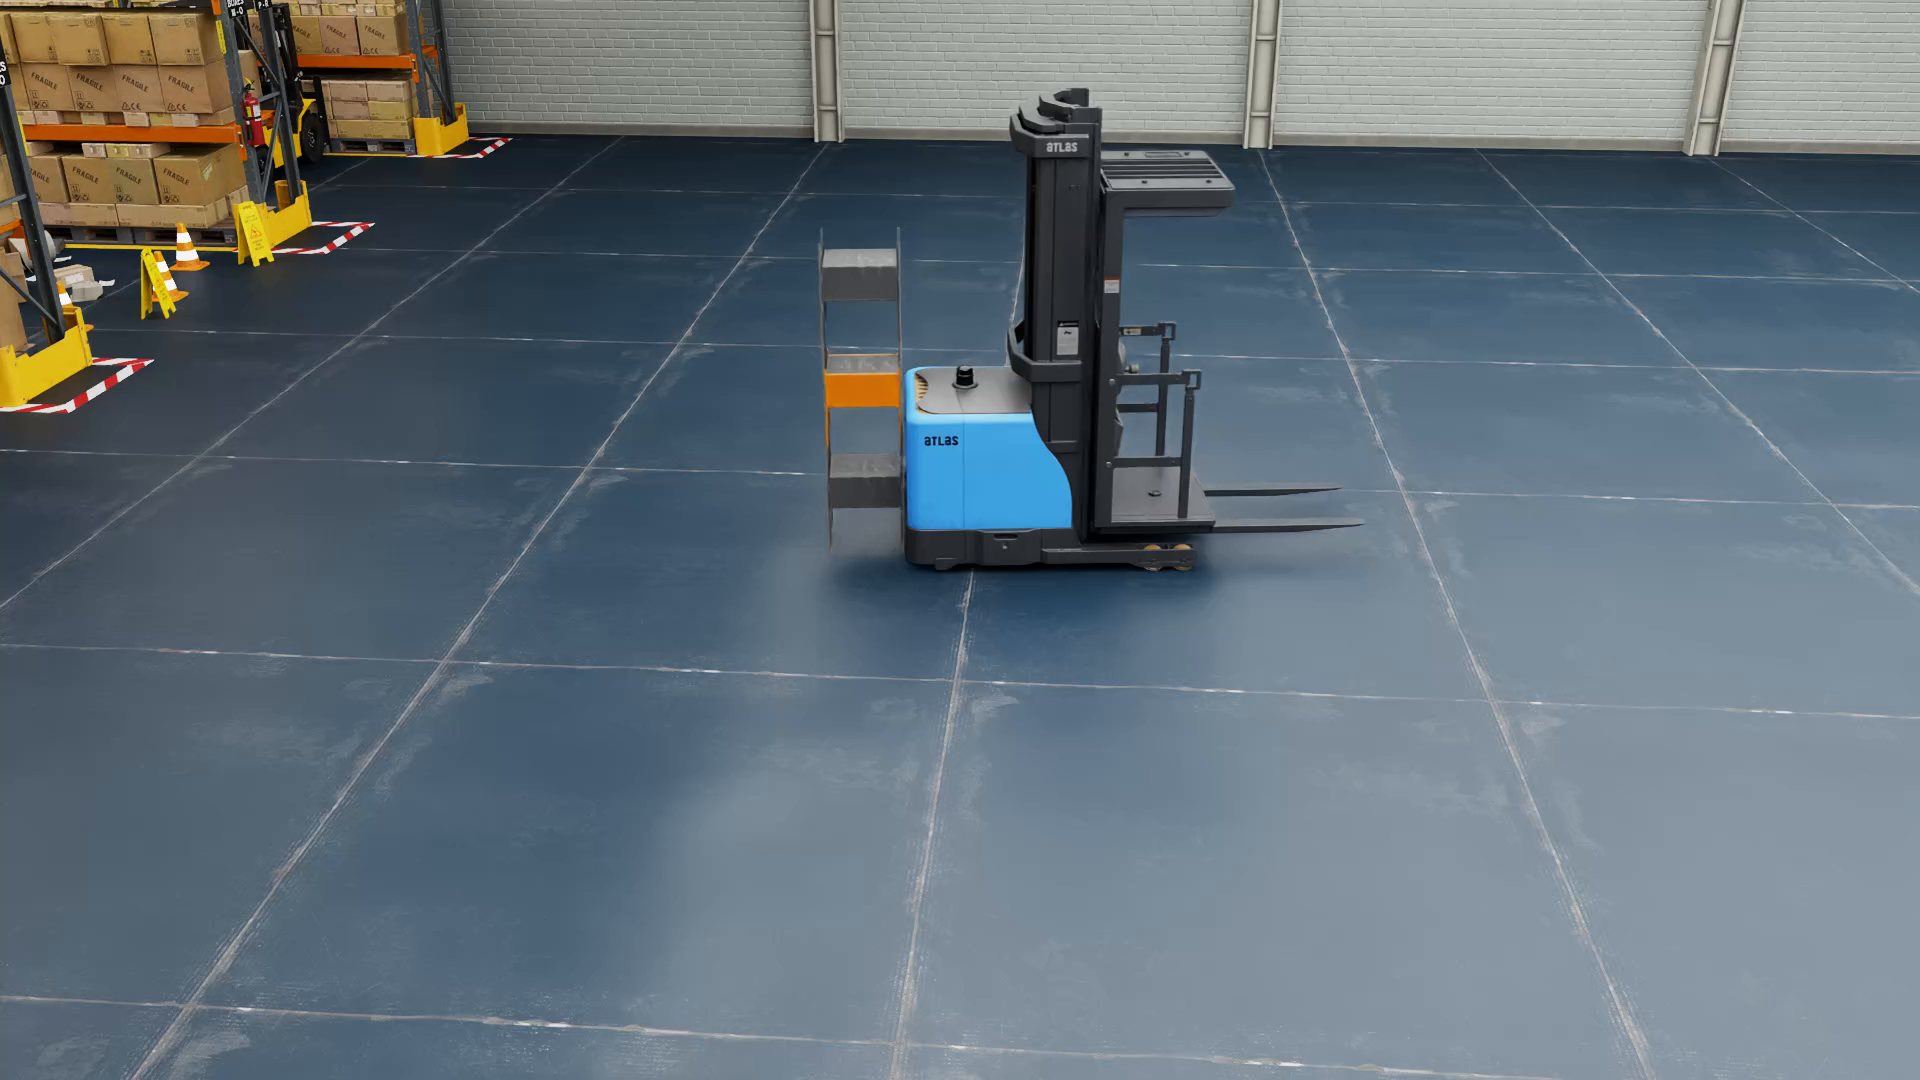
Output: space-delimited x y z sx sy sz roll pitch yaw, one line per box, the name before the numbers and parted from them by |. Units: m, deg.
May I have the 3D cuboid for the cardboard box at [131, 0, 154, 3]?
cardboard box | -10.897 -7.300 22.275 0.250 0.149 0.380 2 25 5

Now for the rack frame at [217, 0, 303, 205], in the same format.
rack frame | -7.580 -4.762 18.010 0.127 3.000 1.000 2 25 4

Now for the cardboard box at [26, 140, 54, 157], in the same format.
cardboard box | -10.099 -4.283 18.084 0.250 0.149 0.380 3 25 7

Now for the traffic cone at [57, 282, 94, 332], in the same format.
traffic cone | -8.279 -2.152 15.373 0.334 0.463 0.336 2 25 4

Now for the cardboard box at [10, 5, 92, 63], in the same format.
cardboard box | -9.613 -5.389 17.701 0.500 0.500 0.700 2 25 4

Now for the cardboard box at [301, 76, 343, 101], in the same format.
cardboard box | -8.700 -6.137 22.590 0.500 0.250 0.500 2 25 5

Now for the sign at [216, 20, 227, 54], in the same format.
sign | -7.643 -5.201 17.201 0.005 0.325 0.100 2 25 4

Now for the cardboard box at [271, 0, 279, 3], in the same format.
cardboard box | -9.107 -7.276 22.223 0.250 0.149 0.380 2 25 5

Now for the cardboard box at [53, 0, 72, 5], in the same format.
cardboard box | -12.048 -7.248 22.517 0.250 0.149 0.380 2 25 4

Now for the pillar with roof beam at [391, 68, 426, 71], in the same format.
pillar with roof beam | -8.159 -8.160 18.218 0.400 9.000 9.100 2 25 4

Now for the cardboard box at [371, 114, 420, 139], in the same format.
cardboard box | -7.696 -5.656 22.740 0.500 0.250 0.500 2 25 4

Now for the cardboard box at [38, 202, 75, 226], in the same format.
cardboard box | -9.938 -3.672 18.428 0.500 0.250 0.500 2 25 3

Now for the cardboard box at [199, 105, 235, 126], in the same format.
cardboard box | -7.969 -4.571 17.895 0.250 0.149 0.380 3 25 6

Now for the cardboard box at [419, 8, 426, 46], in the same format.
cardboard box | -7.676 -7.008 22.772 0.500 0.500 0.500 3 25 6

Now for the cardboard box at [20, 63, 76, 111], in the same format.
cardboard box | -9.644 -4.904 17.845 0.500 0.500 0.500 2 25 5

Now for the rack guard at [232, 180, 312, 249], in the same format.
rack guard | -7.656 -3.629 18.538 0.348 0.500 1.175 2 25 4

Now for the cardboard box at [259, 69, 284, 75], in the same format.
cardboard box | -9.677 -6.388 23.135 0.500 0.250 0.500 2 25 4

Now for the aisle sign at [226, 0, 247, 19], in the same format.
aisle sign | -7.540 -5.820 17.200 0.004 0.787 0.394 2 25 4

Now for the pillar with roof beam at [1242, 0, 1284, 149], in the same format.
pillar with roof beam | 3.806 -7.776 17.383 0.400 9.000 9.100 2 25 4

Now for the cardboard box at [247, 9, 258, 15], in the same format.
cardboard box | -9.354 -7.121 22.242 0.250 0.149 0.380 1 25 3

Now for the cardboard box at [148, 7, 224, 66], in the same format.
cardboard box | -8.106 -5.322 17.556 0.500 0.500 0.700 1 25 3

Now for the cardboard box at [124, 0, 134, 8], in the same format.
cardboard box | -11.526 -7.399 22.847 0.250 0.149 0.380 1 25 3

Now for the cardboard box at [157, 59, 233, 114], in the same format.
cardboard box | -8.142 -4.845 17.715 0.500 0.500 0.500 1 25 3

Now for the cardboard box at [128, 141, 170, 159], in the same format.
cardboard box | -8.770 -4.240 17.989 0.250 0.149 0.380 3 25 6

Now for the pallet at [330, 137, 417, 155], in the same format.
pallet | -7.969 -5.571 23.105 1.213 0.211 1.003 2 25 4

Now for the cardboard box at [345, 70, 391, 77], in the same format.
cardboard box | -8.167 -6.335 23.021 0.500 0.250 0.500 2 25 4

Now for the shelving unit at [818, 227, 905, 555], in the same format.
shelving unit | -0.626 -0.942 10.785 0.503 2.100 0.431 -1 25 -2

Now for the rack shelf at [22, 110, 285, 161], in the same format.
rack shelf | -9.574 -4.499 18.300 4.000 0.370 1.077 2 25 4

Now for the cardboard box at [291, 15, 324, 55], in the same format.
cardboard box | -8.742 -6.819 22.362 0.500 0.500 0.500 1 25 3

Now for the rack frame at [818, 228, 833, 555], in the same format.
rack frame | -0.870 -0.938 10.776 0.015 2.100 0.400 -1 25 -2

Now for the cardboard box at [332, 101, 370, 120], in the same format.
cardboard box | -8.212 -5.905 22.684 0.500 0.250 0.500 2 25 3

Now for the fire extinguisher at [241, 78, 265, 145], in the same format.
fire extinguisher | -7.501 -4.531 17.601 0.183 0.674 0.296 2 25 4

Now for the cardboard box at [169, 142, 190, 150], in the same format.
cardboard box | -8.909 -4.201 18.681 0.500 0.500 0.500 1 25 2

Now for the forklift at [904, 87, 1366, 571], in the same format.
forklift | 1.146 -1.351 10.679 3.031 2.935 1.130 -1 25 -2

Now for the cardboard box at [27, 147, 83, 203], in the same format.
cardboard box | -9.949 -4.011 18.269 0.500 0.500 0.500 3 25 7

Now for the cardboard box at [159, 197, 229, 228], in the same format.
cardboard box | -8.431 -3.618 18.311 0.500 0.250 0.500 2 25 4

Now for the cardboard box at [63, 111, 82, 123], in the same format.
cardboard box | -9.492 -4.628 18.019 0.250 0.149 0.380 2 25 4

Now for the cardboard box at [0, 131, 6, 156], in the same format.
cardboard box | -8.225 -3.282 13.323 0.550 0.550 0.875 2 25 4

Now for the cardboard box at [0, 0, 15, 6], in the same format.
cardboard box | -12.826 -7.246 22.513 0.250 0.149 0.380 2 25 4

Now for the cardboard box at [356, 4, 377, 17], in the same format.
cardboard box | -7.828 -7.061 22.111 0.250 0.149 0.380 2 25 5

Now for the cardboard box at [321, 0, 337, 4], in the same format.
cardboard box | -8.331 -7.261 22.189 0.250 0.149 0.380 2 25 4

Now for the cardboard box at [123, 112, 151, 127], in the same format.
cardboard box | -8.743 -4.545 17.840 0.250 0.149 0.380 2 25 5

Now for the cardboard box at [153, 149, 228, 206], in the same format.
cardboard box | -8.399 -3.961 18.160 0.500 0.500 0.500 2 25 4

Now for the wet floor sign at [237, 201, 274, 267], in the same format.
wet floor sign | -7.473 -3.240 17.520 0.232 0.644 0.267 11 27 22

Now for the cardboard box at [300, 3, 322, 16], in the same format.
cardboard box | -8.598 -7.096 22.188 0.250 0.149 0.380 1 25 2

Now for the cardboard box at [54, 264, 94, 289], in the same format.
cardboard box | -9.041 -2.667 16.868 0.250 0.149 0.380 16 29 31

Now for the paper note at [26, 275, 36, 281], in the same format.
paper note | -9.510 -2.698 17.091 0.142 0.019 0.148 11 27 22

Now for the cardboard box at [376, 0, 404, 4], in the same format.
cardboard box | -7.577 -7.230 22.122 0.250 0.149 0.380 2 25 4

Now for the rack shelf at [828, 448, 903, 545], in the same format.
rack shelf | -0.626 -0.293 11.083 0.480 0.518 0.431 -1 25 -2
